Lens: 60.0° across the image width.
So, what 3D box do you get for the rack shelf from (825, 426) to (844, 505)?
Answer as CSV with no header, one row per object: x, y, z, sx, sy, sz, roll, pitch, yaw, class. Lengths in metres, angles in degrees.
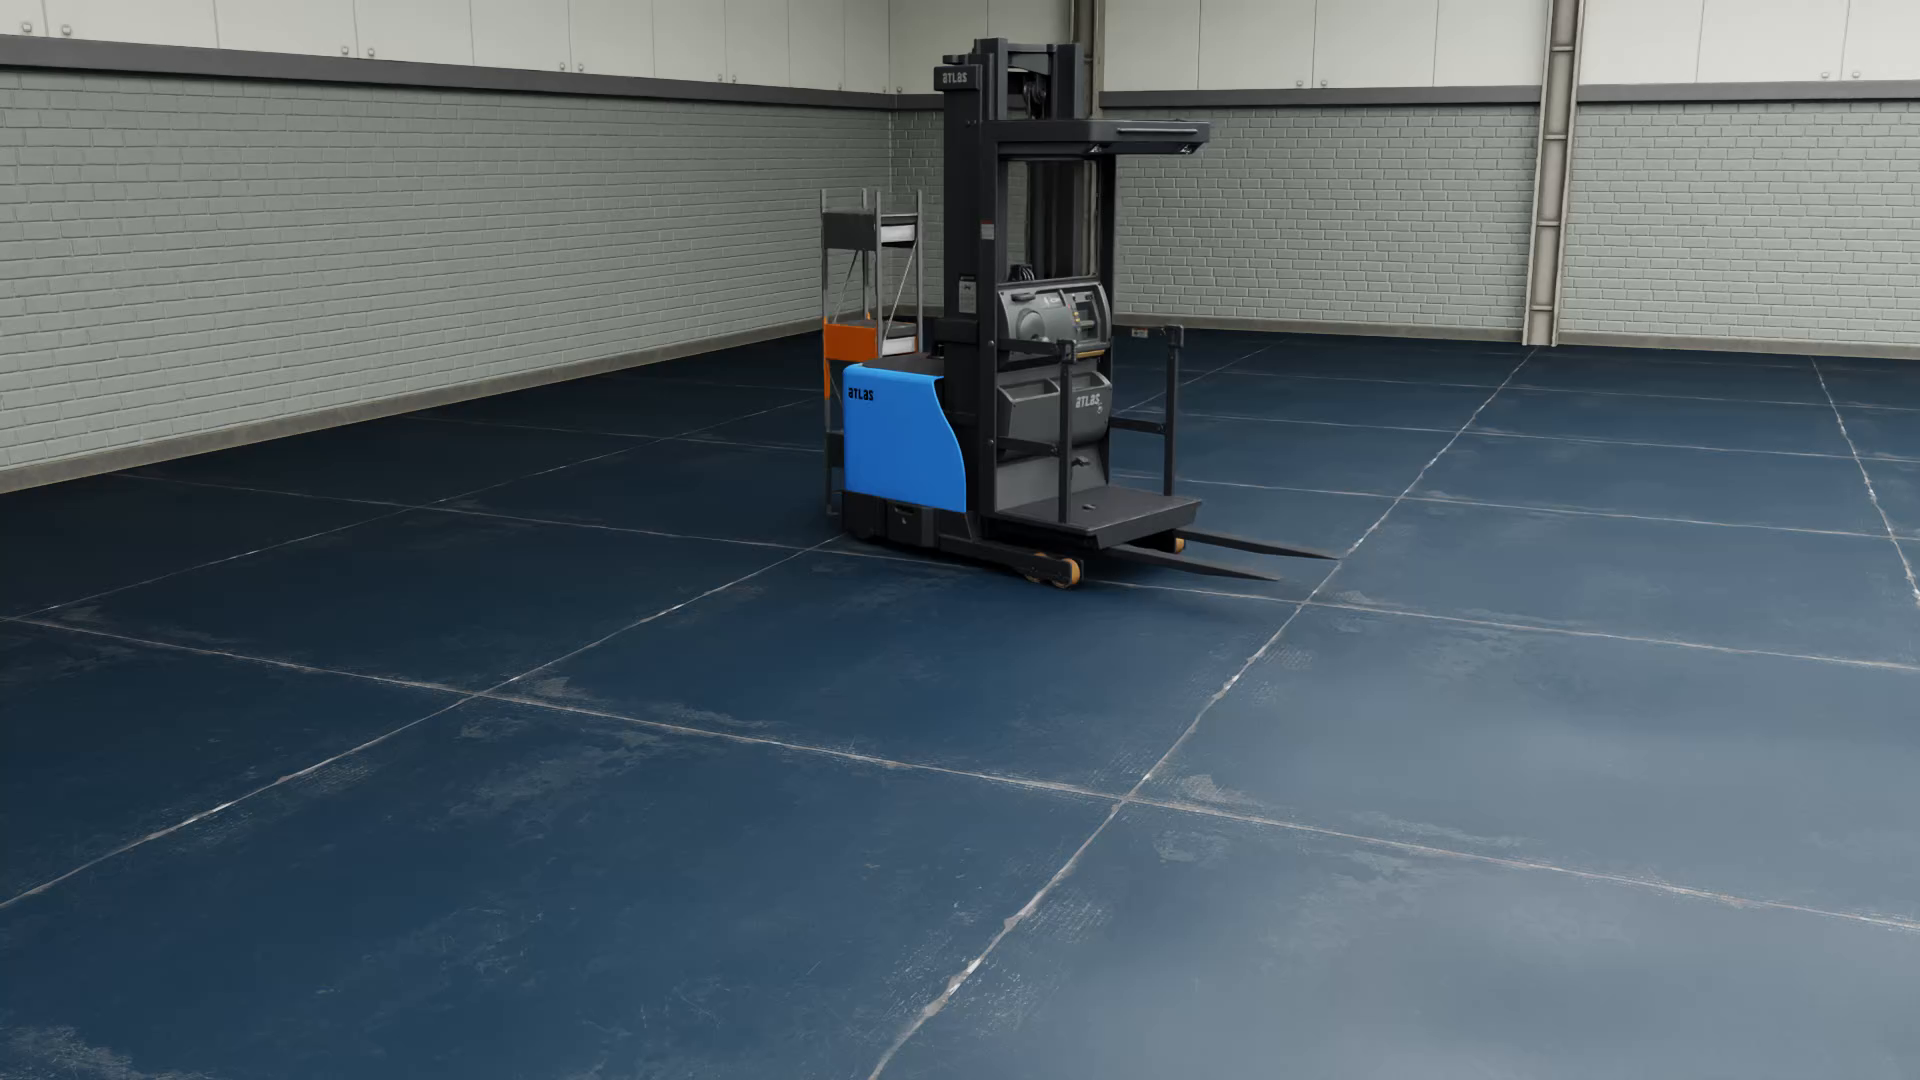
-0.560,-0.484,10.845,0.480,0.518,0.431,12,18,41,rack shelf

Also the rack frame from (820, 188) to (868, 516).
-0.741,-1.216,10.841,0.015,2.100,0.400,12,18,41,rack frame

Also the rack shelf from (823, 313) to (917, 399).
-0.560,-1.166,10.685,0.480,0.518,0.431,12,18,41,rack shelf

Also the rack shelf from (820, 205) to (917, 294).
-0.560,-1.847,10.525,0.480,0.518,0.431,12,18,41,rack shelf

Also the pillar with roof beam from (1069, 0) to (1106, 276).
-0.059,-6.456,18.070,0.400,9.000,9.100,6,14,23,pillar with roof beam

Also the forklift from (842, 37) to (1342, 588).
0.703,-1.296,9.363,3.031,2.935,1.130,12,18,41,forklift

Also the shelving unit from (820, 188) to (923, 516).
-0.560,-1.179,10.682,0.503,2.100,0.431,12,18,41,shelving unit

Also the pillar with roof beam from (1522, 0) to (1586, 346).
5.427,-5.901,15.704,0.400,9.000,9.100,6,14,23,pillar with roof beam

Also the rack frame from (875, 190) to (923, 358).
-0.379,-1.141,10.523,0.015,2.100,0.400,12,18,41,rack frame
